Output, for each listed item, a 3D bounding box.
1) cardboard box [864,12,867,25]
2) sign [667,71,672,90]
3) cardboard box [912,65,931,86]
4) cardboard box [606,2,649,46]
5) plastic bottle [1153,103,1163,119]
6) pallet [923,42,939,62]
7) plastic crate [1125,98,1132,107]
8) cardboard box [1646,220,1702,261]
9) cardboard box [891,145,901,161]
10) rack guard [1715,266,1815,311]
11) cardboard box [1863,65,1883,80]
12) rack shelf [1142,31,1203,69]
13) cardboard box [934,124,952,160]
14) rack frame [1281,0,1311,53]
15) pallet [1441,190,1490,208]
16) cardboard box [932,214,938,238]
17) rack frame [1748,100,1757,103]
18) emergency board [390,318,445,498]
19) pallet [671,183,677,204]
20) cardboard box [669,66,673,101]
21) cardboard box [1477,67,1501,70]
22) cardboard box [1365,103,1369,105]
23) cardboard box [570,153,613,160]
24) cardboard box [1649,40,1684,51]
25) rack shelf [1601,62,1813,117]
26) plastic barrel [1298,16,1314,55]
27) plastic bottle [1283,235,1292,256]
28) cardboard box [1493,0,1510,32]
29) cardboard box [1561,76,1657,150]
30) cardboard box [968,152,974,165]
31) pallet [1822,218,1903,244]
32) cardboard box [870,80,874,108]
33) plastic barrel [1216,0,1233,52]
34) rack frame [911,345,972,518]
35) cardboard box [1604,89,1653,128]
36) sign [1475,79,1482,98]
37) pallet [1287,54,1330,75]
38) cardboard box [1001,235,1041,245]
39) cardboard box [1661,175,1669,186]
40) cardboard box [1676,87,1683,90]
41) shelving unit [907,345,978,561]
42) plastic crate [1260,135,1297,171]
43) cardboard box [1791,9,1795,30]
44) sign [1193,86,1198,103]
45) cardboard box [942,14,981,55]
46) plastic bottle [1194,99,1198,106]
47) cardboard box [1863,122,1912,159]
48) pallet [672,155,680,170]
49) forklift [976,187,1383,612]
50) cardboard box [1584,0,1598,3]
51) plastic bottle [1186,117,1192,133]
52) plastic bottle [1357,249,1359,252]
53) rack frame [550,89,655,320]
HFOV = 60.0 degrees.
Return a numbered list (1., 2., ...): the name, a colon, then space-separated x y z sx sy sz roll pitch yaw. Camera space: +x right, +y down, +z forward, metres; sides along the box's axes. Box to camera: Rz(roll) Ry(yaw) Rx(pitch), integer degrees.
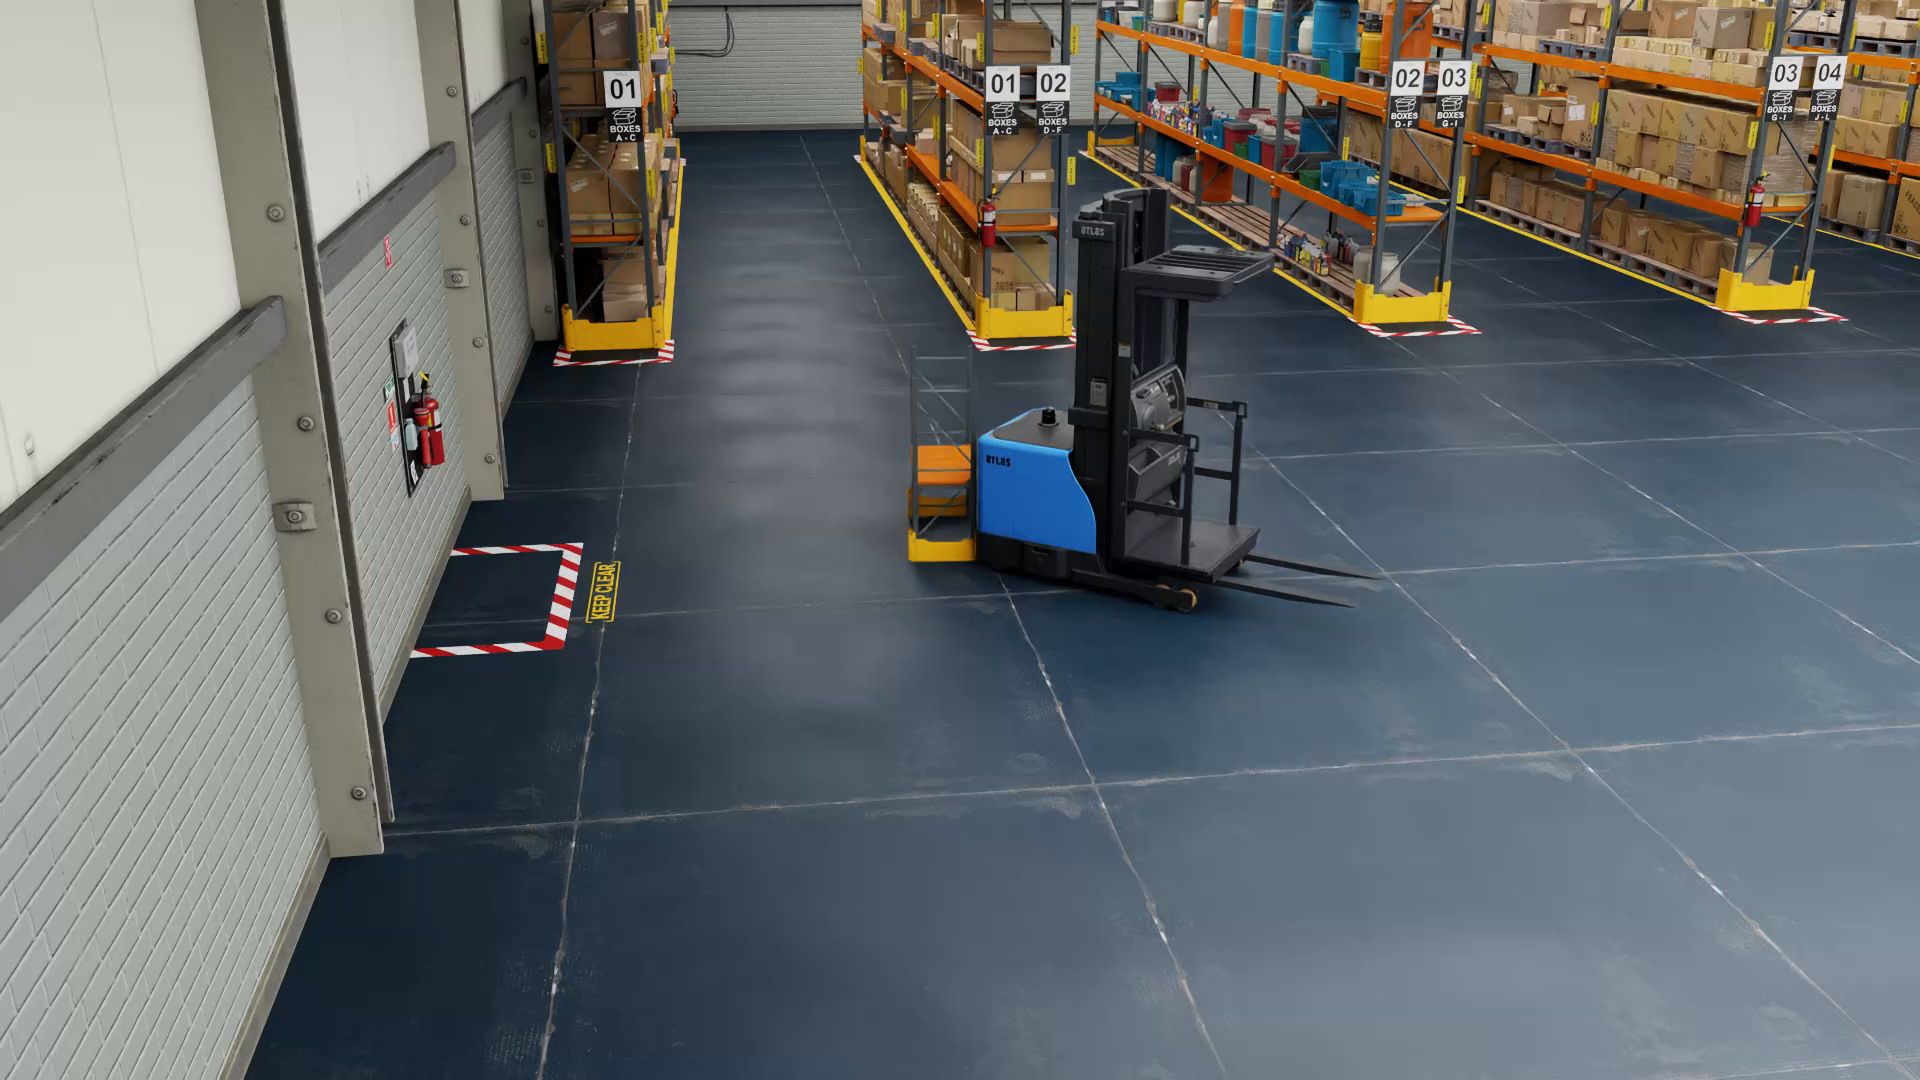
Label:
1. cardboard box: -1.643 -10.464 33.373 0.500 0.250 0.500 -3 21 -8
2. sign: -5.314 -8.394 30.361 0.100 0.325 0.005 -3 21 -8
3. cardboard box: -0.738 -8.801 31.422 0.500 0.500 0.500 -2 21 -6
4. cardboard box: -4.181 -6.488 20.913 0.500 0.500 0.500 -4 21 -10
5. plastic bottle: 3.696 -7.993 31.007 0.152 0.276 0.135 -3 21 -8
6. pallet: -0.021 -7.423 25.287 1.003 0.211 1.213 -2 21 -5
7. plastic crate: 3.527 -8.631 32.844 0.437 0.125 0.590 -3 21 -8
8. cardboard box: 10.284 -4.314 23.951 0.500 0.500 0.500 -5 21 -13
9. cardboard box: -0.976 -6.969 29.961 0.500 0.250 0.500 -3 21 -8
10. rack guard: 10.574 -3.308 21.858 1.175 0.500 0.348 -3 21 -8
11. cardboard box: 18.440 -9.455 33.173 0.500 0.500 0.500 -3 21 -7
12. rack shelf: 4.242 -8.733 29.552 1.077 0.370 4.000 -3 21 -8
13. cardboard box: -0.114 -6.191 25.861 0.500 0.500 0.500 -4 21 -11
14. rack frame: 5.107 -8.398 23.340 1.000 3.000 0.127 -3 21 -8
15. pallet: 9.393 -6.193 29.995 1.003 0.211 1.213 -3 21 -8
16. cardboard box: -0.137 -4.636 24.370 0.500 0.311 0.500 -3 21 -8
17. rack frame: 14.354 -7.437 29.342 1.000 3.000 0.127 -3 21 -8
18. emergency board: -3.894 -0.967 12.017 0.194 1.169 0.643 -3 21 -8
19. pallet: -5.664 -6.288 30.250 1.003 0.211 1.213 -3 21 -8
20. cardboard box: -6.343 -9.207 33.652 0.980 0.700 0.700 -2 21 -5
21. cardboard box: 9.251 -8.219 29.858 0.797 0.503 0.637 -2 21 -6
22. cardboard box: 8.376 -8.846 33.471 0.380 0.149 0.250 -3 21 -7
23. cardboard box: -4.540 -4.499 20.590 0.500 0.500 0.500 -3 21 -9
24. cardboard box: 9.952 -6.964 23.433 0.380 0.149 0.250 -2 21 -6
25. rack shelf: 10.296 -6.213 22.805 1.077 0.370 4.000 -3 21 -8
26. plastic barrel: 4.975 -7.083 23.346 0.421 0.512 0.421 0 20 0
27. plastic bottle: 4.793 -4.275 24.138 0.152 0.276 0.135 -2 21 -6
28. cardboard box: 9.245 -8.733 27.666 0.500 0.500 0.500 -3 21 -7
29. cardboard box: 10.032 -6.597 25.635 1.000 1.000 1.000 -3 21 -7
30. cardboard box: 0.312 -4.964 21.651 0.380 0.149 0.250 -3 21 -8
31. pallet: 14.745 -5.010 26.827 1.003 0.211 1.213 -3 21 -8
32. cardboard box: -1.502 -8.848 32.977 0.500 0.500 0.500 -3 21 -7
33. plastic barrel: 4.434 -8.317 26.694 0.600 0.901 0.600 0 20 0
34. rack frame: -0.155 -0.900 13.981 0.500 1.500 0.032 -1 20 -2
35. cardboard box: 9.822 -6.323 24.362 0.500 0.500 0.500 -3 21 -8
36. sign: 8.883 -7.736 28.485 0.100 0.325 0.005 -3 21 -8
37. pallet: 5.308 -6.659 23.242 1.213 0.211 1.003 -3 21 -8
38. cardboard box: 0.765 -3.756 21.744 0.500 0.500 0.500 -3 21 -8
39. cardboard box: 10.052 -5.027 23.248 0.380 0.149 0.250 -3 21 -8
40. cardboard box: 13.609 -8.480 31.041 0.380 0.149 0.250 -2 21 -6
41. shelving unit: -0.139 -0.725 13.514 0.587 1.500 1.083 -1 20 -2
42. plastic crate: 4.734 -5.770 24.786 0.402 0.464 0.583 -3 21 -8
43. cardboard box: 14.535 -9.101 29.365 0.500 0.500 0.500 -3 21 -8
44. sign: 4.498 -8.514 31.829 0.100 0.325 0.005 -3 21 -8
45. cardboard box: 0.016 -6.866 22.581 0.500 0.500 0.500 -1 21 -3
46. plastic bottle: 4.410 -8.033 31.006 0.144 0.351 0.185 -3 21 -8
47. cardboard box: 14.591 -6.267 26.064 0.500 0.500 0.500 -3 21 -8
48. pallet: -6.234 -7.663 33.933 1.003 0.211 1.213 -3 21 -8
49. forklift: 1.663 -1.054 12.348 3.031 2.935 1.130 11 23 27
50. cardboard box: 13.219 -11.080 34.308 0.500 0.250 0.500 -4 21 -10
51. plastic bottle: 3.990 -7.219 28.941 0.097 0.271 0.097 0 20 0
52. plastic bottle: 5.638 -3.998 23.403 0.097 0.271 0.097 0 20 0
53. rack frame: -4.120 -3.703 19.343 1.000 3.000 0.127 -3 21 -8
